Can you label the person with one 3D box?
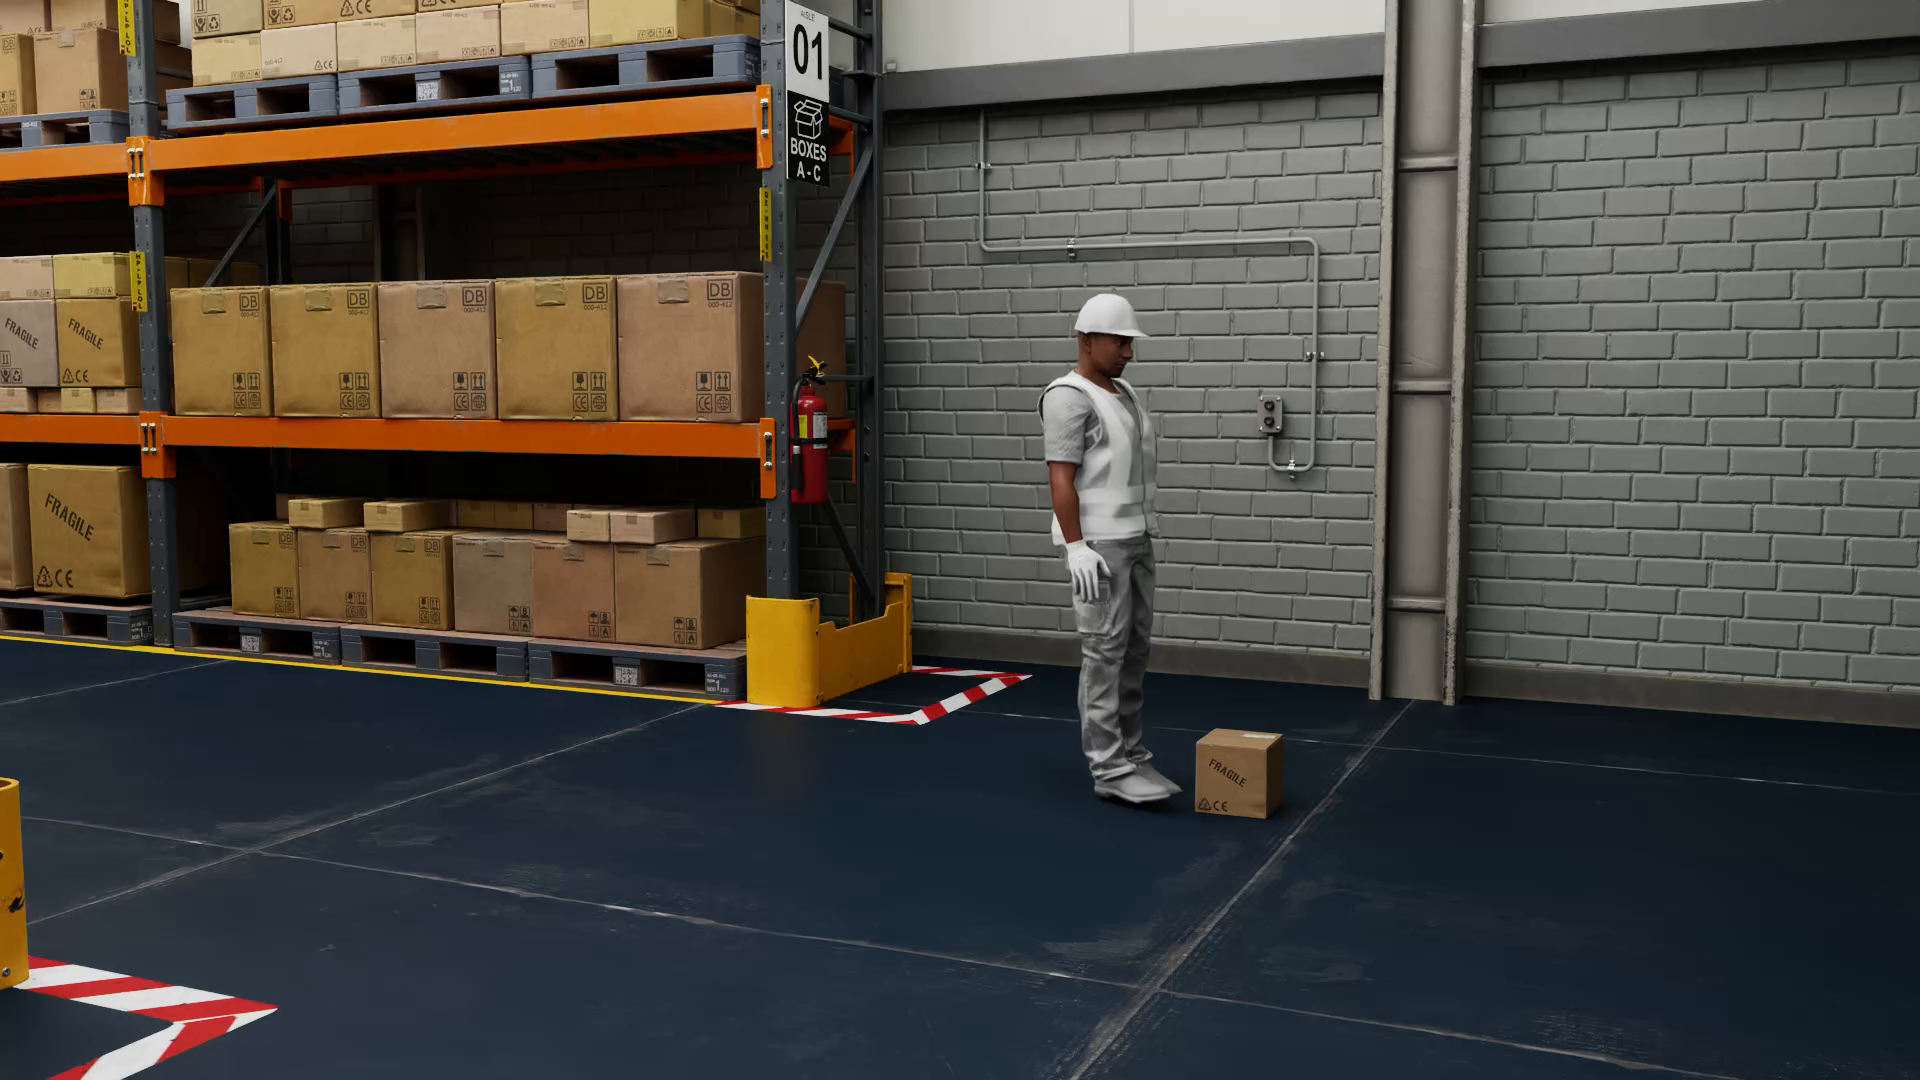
[{"bbox_3d":[0.573,0.047,5.938,0.485,1.836,0.590,3,6,30],"label":"person"}]
